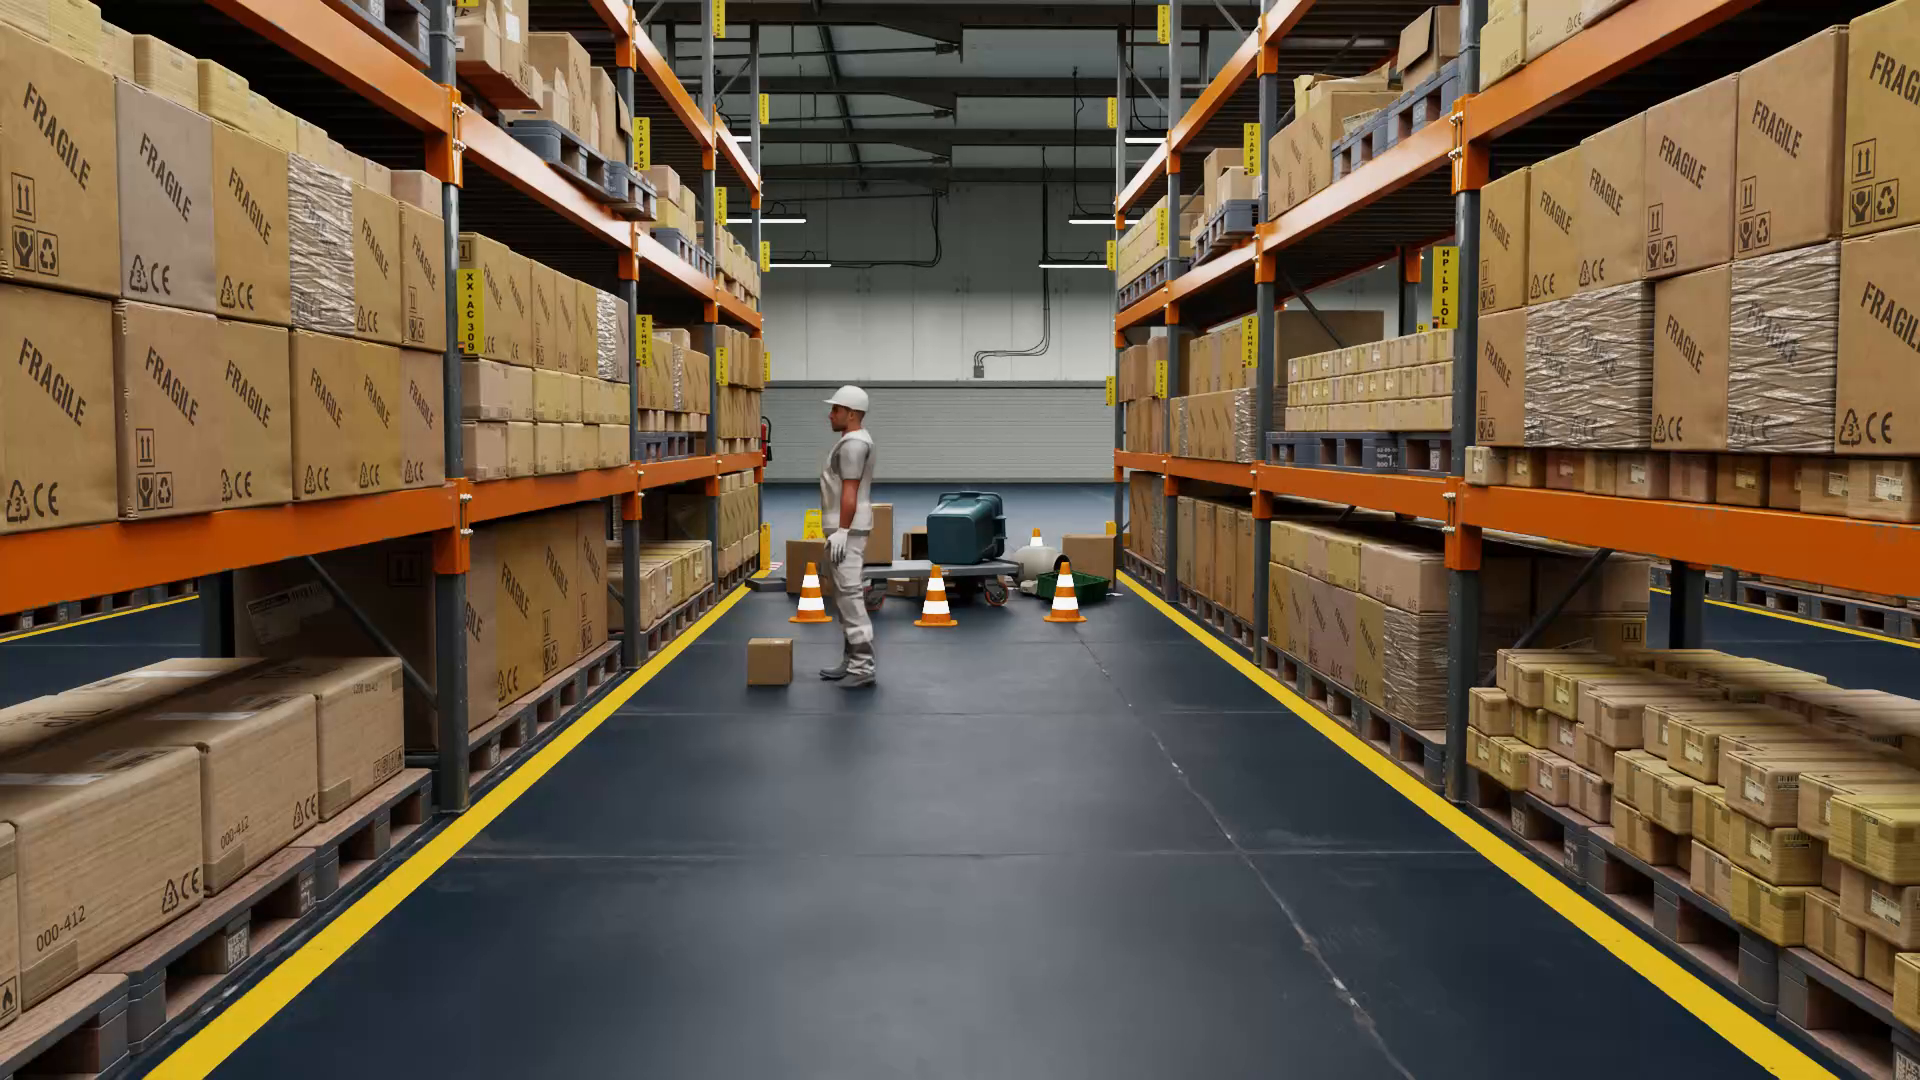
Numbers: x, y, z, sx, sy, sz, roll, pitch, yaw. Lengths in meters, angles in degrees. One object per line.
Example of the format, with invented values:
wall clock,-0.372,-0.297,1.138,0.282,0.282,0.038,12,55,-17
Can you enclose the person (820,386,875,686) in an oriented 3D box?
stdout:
person,-0.685,-0.019,10.002,0.351,1.814,0.525,0,4,0
